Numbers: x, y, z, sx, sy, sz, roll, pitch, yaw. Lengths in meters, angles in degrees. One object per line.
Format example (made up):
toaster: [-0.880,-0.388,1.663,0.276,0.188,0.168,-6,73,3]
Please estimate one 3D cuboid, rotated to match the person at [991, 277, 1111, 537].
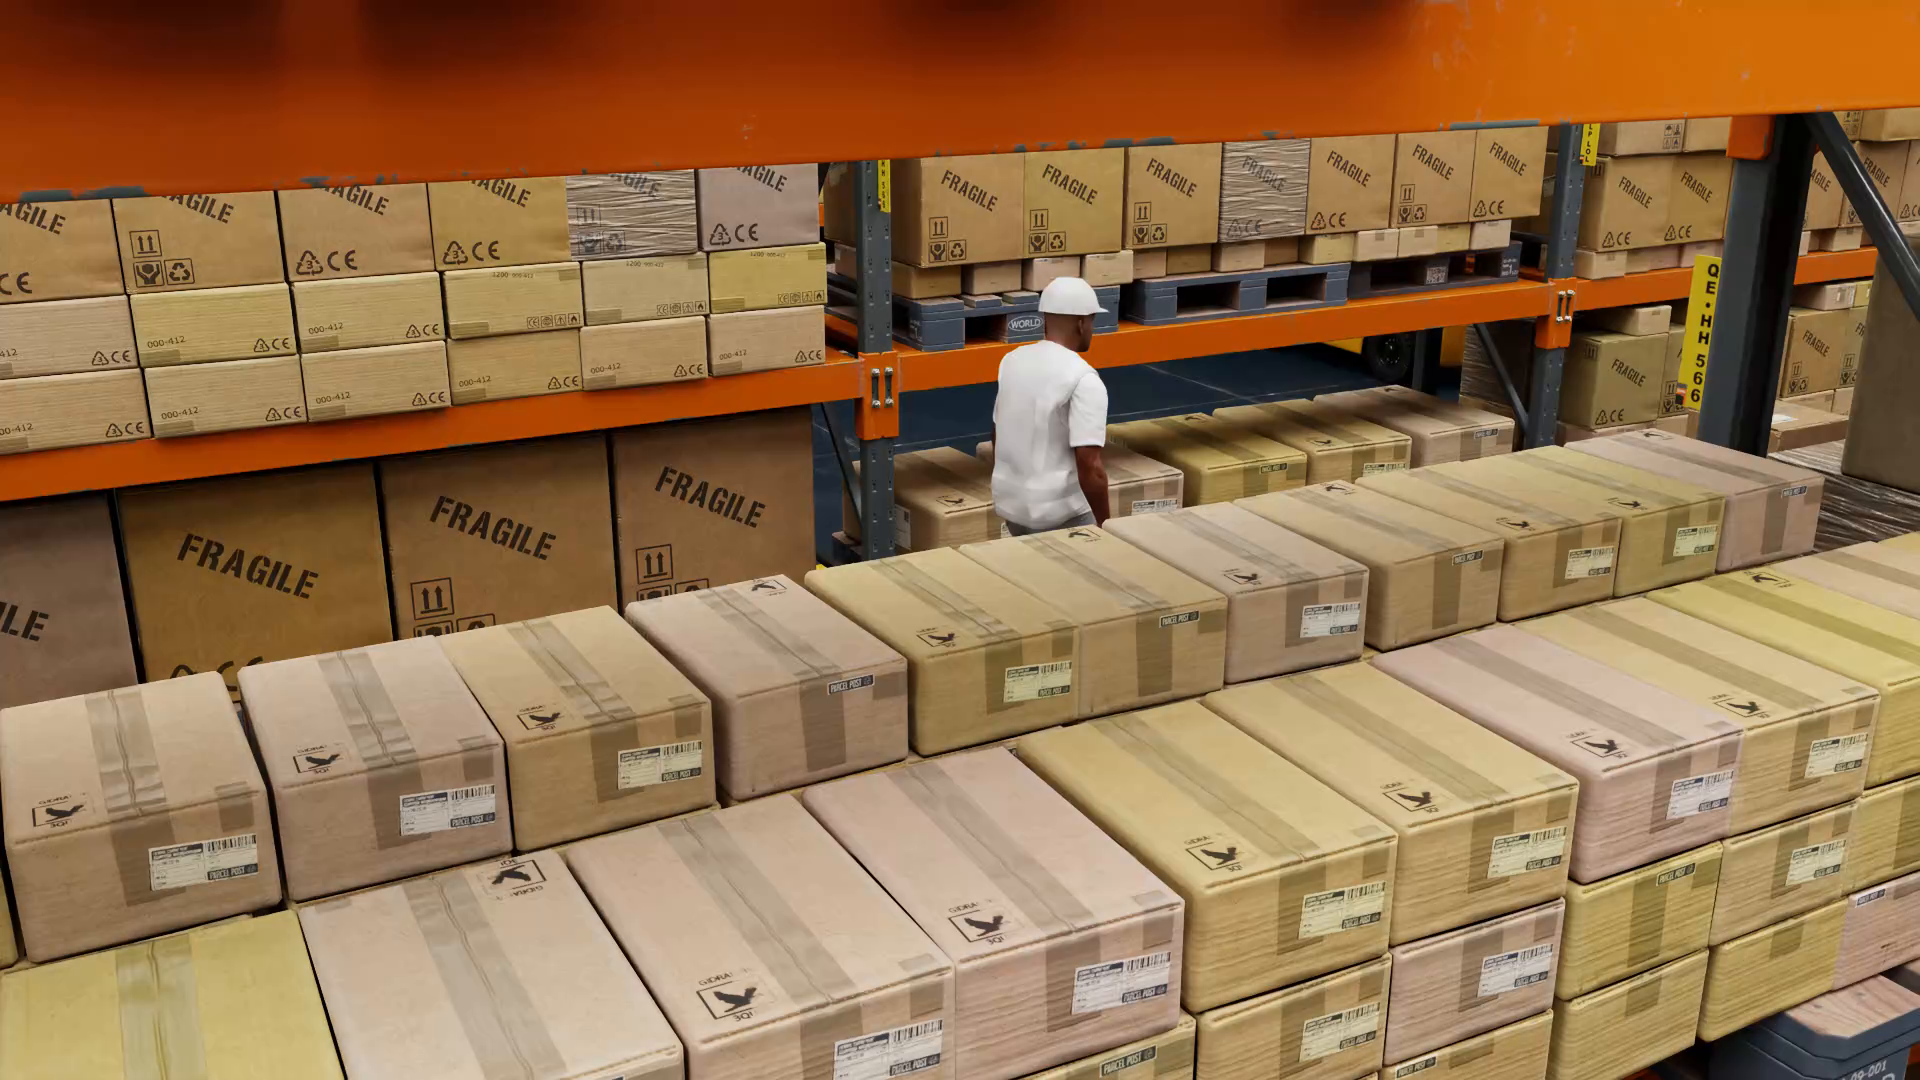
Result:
person: [0.371,-0.129,6.426,0.461,1.755,0.634,-12,22,-33]
